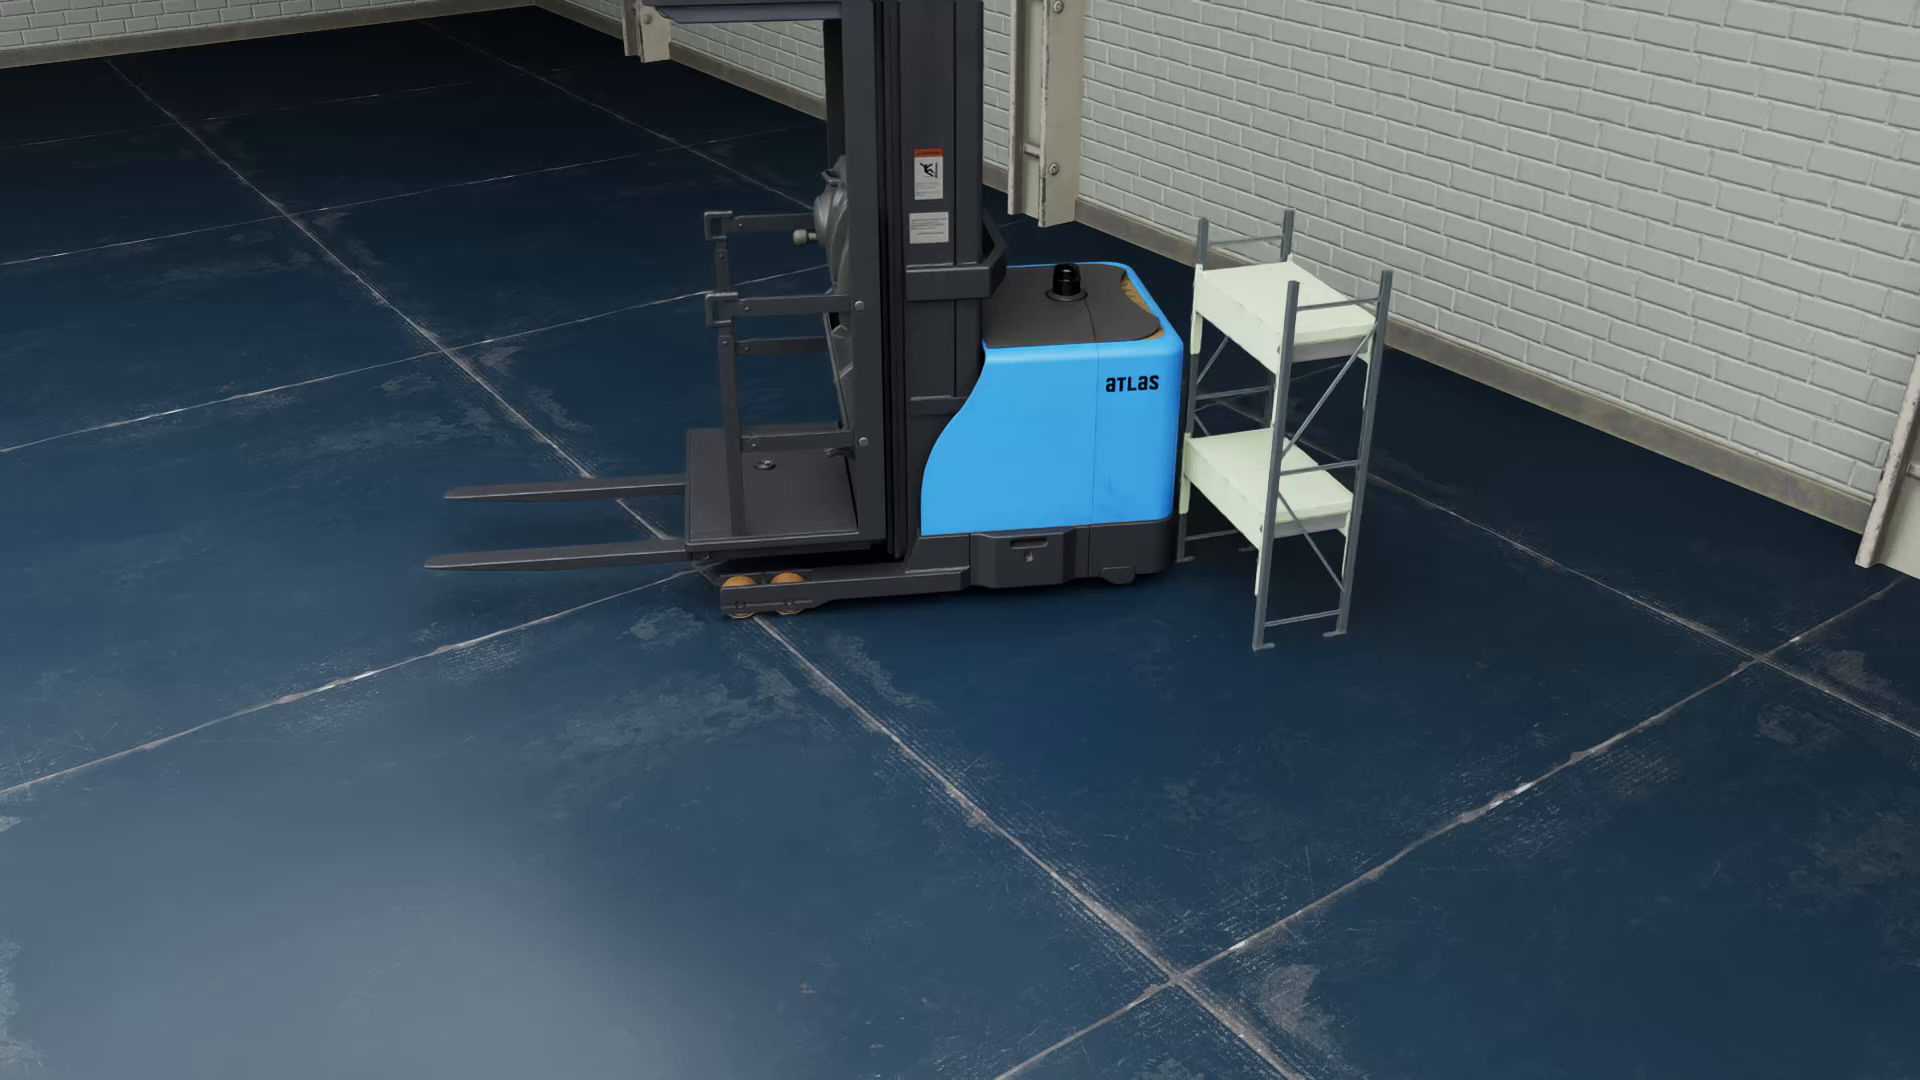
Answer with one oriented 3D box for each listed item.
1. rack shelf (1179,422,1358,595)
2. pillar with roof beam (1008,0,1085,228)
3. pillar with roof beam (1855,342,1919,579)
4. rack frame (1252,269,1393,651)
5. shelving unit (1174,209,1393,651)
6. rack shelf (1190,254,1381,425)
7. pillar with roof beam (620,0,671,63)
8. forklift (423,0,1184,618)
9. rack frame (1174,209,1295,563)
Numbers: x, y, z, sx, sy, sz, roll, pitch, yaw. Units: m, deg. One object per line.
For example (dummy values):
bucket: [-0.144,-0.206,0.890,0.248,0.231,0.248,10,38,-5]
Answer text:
rack shelf: [1.219,-0.143,6.625,0.431,0.370,0.720,-9,30,-16]
pillar with roof beam: [-2.945,-4.964,6.961,9.100,9.000,0.400,-19,34,-31]
pillar with roof beam: [0.535,-2.631,2.666,9.100,9.000,0.400,-19,34,-31]
rack frame: [1.330,-0.263,6.163,0.400,1.500,0.023,-9,30,-16]
shelving unit: [1.219,-0.429,6.469,0.431,1.500,0.755,-9,30,-16]
rack shelf: [1.219,-0.772,6.283,0.431,0.370,0.720,-9,30,-16]
pillar with roof beam: [-6.425,-7.296,11.256,9.100,9.000,0.400,-19,34,-31]
forklift: [-0.673,-1.243,6.468,3.031,2.935,1.130,-4,29,-7]
rack frame: [1.108,-0.596,6.776,0.400,1.500,0.023,-9,30,-16]
